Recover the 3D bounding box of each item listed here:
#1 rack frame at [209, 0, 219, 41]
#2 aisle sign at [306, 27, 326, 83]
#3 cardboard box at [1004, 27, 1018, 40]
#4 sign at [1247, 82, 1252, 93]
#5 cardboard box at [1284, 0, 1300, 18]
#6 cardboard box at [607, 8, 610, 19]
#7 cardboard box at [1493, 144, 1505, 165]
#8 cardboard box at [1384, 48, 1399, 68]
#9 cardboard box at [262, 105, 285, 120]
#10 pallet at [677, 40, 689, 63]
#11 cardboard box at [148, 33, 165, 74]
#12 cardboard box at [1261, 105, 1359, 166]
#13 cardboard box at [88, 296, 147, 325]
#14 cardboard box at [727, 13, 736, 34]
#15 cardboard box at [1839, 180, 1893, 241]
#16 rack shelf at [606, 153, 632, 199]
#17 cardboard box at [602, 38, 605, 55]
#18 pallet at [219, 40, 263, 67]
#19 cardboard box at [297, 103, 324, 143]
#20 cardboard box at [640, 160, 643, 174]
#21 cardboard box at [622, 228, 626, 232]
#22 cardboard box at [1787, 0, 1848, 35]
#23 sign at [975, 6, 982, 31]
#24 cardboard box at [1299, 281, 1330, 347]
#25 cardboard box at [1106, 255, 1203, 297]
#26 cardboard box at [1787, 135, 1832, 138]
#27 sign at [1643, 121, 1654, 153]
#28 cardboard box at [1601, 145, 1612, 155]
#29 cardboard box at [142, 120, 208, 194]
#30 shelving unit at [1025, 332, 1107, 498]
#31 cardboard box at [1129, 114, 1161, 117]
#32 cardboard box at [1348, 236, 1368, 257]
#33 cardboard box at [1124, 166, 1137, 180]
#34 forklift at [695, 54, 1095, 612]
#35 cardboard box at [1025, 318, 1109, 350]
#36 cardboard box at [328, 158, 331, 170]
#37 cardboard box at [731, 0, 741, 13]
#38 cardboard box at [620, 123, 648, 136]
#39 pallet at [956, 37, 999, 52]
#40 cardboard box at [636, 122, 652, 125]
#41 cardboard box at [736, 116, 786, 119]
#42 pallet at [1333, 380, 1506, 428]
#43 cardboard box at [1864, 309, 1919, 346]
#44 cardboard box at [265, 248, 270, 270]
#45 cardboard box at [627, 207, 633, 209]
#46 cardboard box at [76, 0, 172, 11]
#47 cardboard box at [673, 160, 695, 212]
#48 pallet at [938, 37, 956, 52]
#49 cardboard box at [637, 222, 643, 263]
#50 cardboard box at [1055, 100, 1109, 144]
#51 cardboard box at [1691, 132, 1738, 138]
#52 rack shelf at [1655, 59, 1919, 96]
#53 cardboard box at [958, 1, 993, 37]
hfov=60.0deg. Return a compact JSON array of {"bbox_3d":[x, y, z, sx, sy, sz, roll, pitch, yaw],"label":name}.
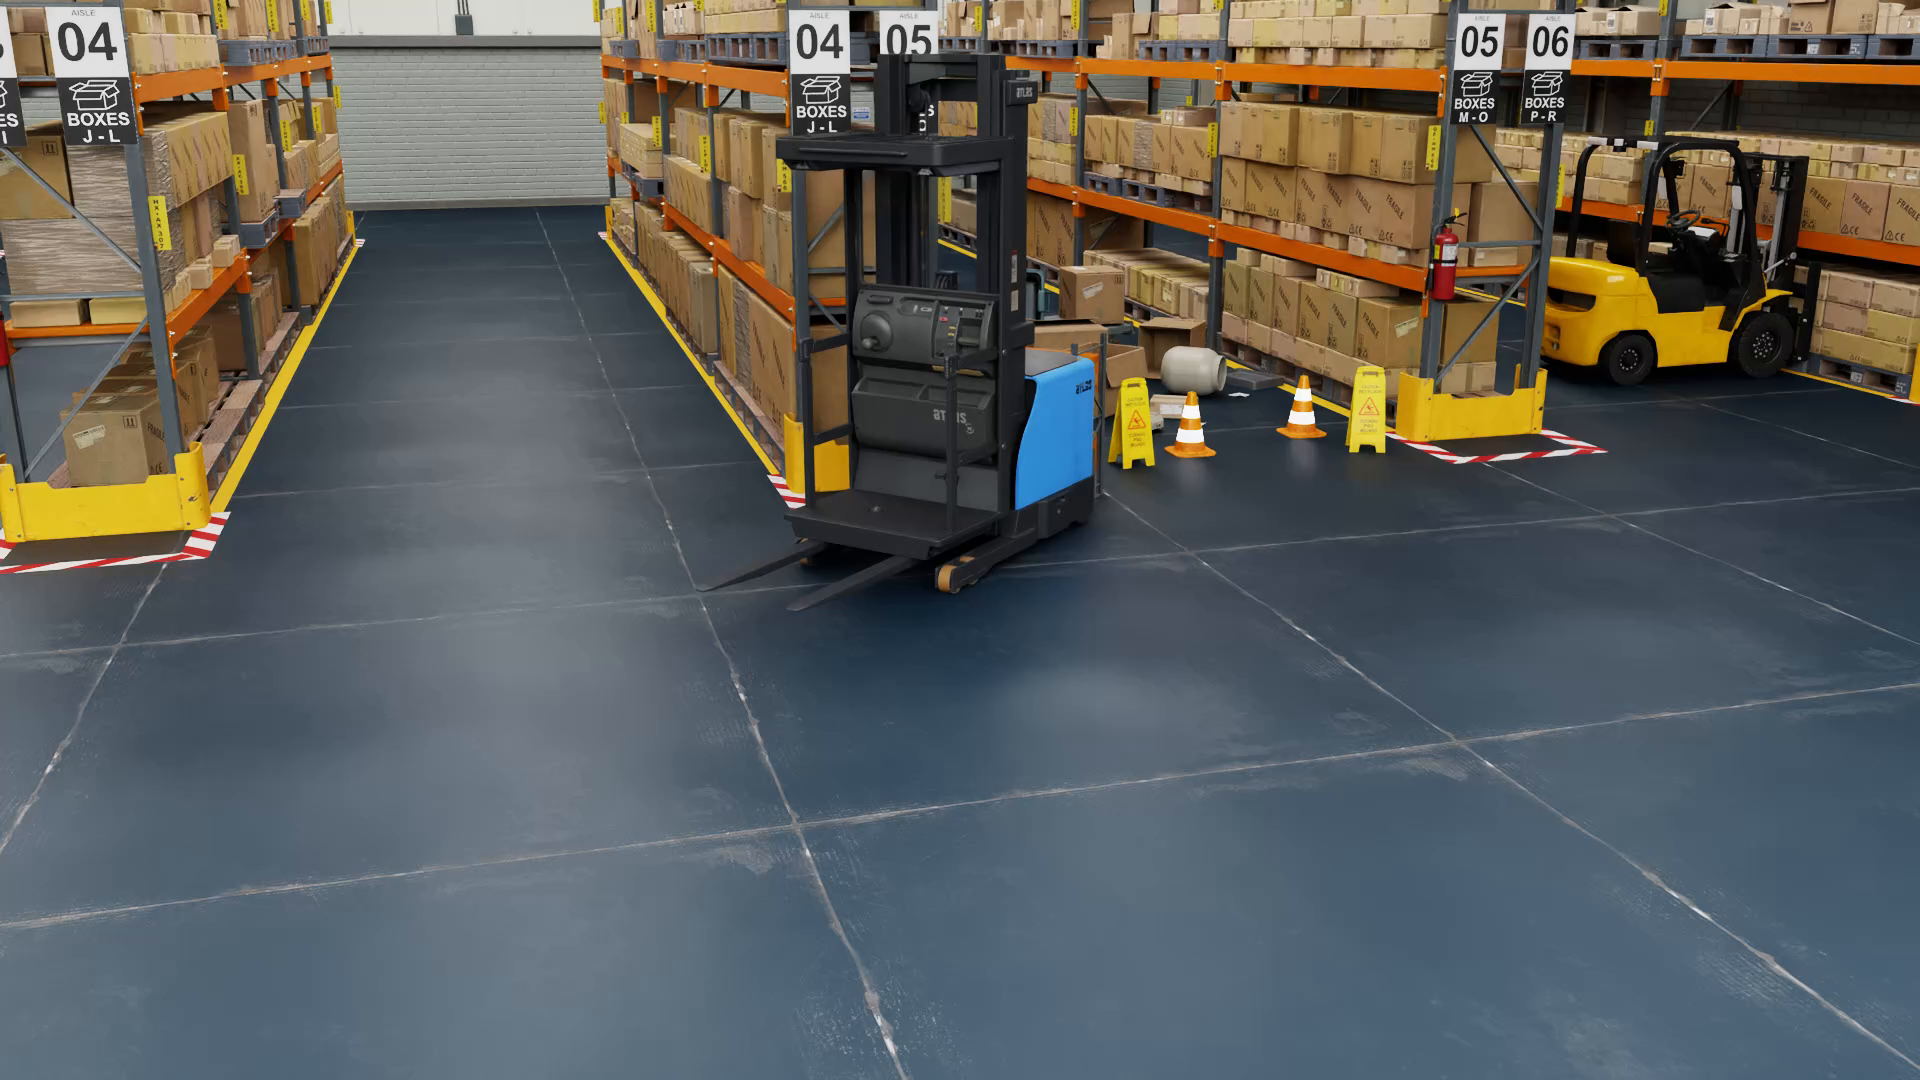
[{"bbox_3d":[-6.540,-5.469,13.016,1.000,3.000,0.127,-5,17,-15],"label":"rack frame"},{"bbox_3d":[-9.569,-7.203,24.700,0.394,0.787,0.004,-5,17,-15],"label":"aisle sign"},{"bbox_3d":[0.801,-6.740,22.138,0.380,0.166,0.250,-6,18,-19],"label":"cardboard box"},{"bbox_3d":[5.001,-7.836,28.763,0.100,0.325,0.005,-5,17,-15],"label":"sign"},{"bbox_3d":[3.088,-4.681,14.660,0.380,0.149,0.250,-5,18,-17],"label":"cardboard box"},{"bbox_3d":[-4.894,-7.603,24.034,0.380,0.149,0.250,-4,17,-14],"label":"cardboard box"},{"bbox_3d":[6.684,-4.766,20.496,0.500,0.250,0.500,-4,17,-14],"label":"cardboard box"},{"bbox_3d":[3.581,-3.808,13.137,0.380,0.149,0.250,-4,17,-14],"label":"cardboard box"},{"bbox_3d":[-8.001,-4.614,18.682,0.797,0.503,0.637,-4,17,-14],"label":"cardboard box"},{"bbox_3d":[-2.304,-4.929,16.762,1.003,0.211,1.213,-4,17,-13],"label":"pallet"},{"bbox_3d":[-5.472,-3.150,10.770,0.500,0.250,0.500,-5,17,-16],"label":"cardboard box"},{"bbox_3d":[3.132,-3.625,14.878,0.700,0.500,0.500,-5,17,-16],"label":"cardboard box"},{"bbox_3d":[-5.290,-1.466,10.557,0.380,0.149,0.250,-5,17,-15],"label":"cardboard box"},{"bbox_3d":[-1.618,-4.045,13.024,0.380,0.149,0.250,-5,17,-15],"label":"cardboard box"},{"bbox_3d":[8.338,-2.974,14.963,0.500,0.500,0.500,-4,17,-14],"label":"cardboard box"},{"bbox_3d":[-4.491,-5.381,24.403,1.077,0.370,4.000,-5,17,-15],"label":"rack shelf"},{"bbox_3d":[-5.163,-7.499,25.251,0.500,0.250,0.500,-4,17,-13],"label":"cardboard box"},{"bbox_3d":[-6.607,-4.121,14.071,1.213,0.211,1.003,-5,17,-15],"label":"pallet"},{"bbox_3d":[-8.752,-5.528,22.080,0.500,0.500,0.500,-5,17,-15],"label":"cardboard box"},{"bbox_3d":[-3.557,-4.387,19.549,0.380,0.149,0.250,-4,17,-14],"label":"cardboard box"},{"bbox_3d":[-4.767,-4.518,24.503,0.380,0.149,0.250,-5,17,-15],"label":"cardboard box"},{"bbox_3d":[8.194,-4.960,15.454,0.797,0.503,0.637,-4,17,-13],"label":"cardboard box"},{"bbox_3d":[0.257,-7.270,23.189,0.100,0.325,0.005,-5,17,-15],"label":"sign"},{"bbox_3d":[3.338,-2.001,14.646,0.500,0.500,0.500,-5,17,-17],"label":"cardboard box"},{"bbox_3d":[2.246,-3.067,19.288,0.950,0.372,0.625,-5,17,-16],"label":"cardboard box"},{"bbox_3d":[8.434,-3.927,16.492,0.380,0.149,0.250,-5,17,-16],"label":"cardboard box"},{"bbox_3d":[7.241,-4.243,17.490,0.100,0.325,0.005,-5,17,-15],"label":"sign"},{"bbox_3d":[7.348,-4.350,18.417,0.380,0.149,0.250,-5,17,-15],"label":"cardboard box"},{"bbox_3d":[-5.742,-2.747,11.954,0.500,0.500,0.500,-5,17,-15],"label":"cardboard box"},{"bbox_3d":[0.410,-0.865,11.378,1.048,1.125,0.538,9,19,28],"label":"shelving unit"},{"bbox_3d":[2.282,-4.773,19.707,0.500,0.500,0.500,-5,17,-17],"label":"cardboard box"},{"bbox_3d":[3.453,-2.442,13.803,0.380,0.149,0.250,-4,17,-14],"label":"cardboard box"},{"bbox_3d":[2.073,-4.163,18.804,0.380,0.149,0.250,-4,17,-12],"label":"cardboard box"},{"bbox_3d":[-0.329,-1.250,9.519,1.130,2.935,3.031,10,19,30],"label":"forklift"},{"bbox_3d":[0.906,-1.686,14.953,0.797,0.637,0.503,-5,17,-15],"label":"cardboard box"},{"bbox_3d":[-8.856,-5.155,22.835,0.380,0.149,0.250,-4,17,-15],"label":"cardboard box"},{"bbox_3d":[-1.459,-4.140,12.645,0.500,0.250,0.500,-5,17,-15],"label":"cardboard box"},{"bbox_3d":[-4.276,-5.393,21.864,0.380,0.149,0.250,-4,17,-12],"label":"cardboard box"},{"bbox_3d":[0.575,-7.213,24.191,1.003,0.211,1.213,-5,17,-15],"label":"pallet"},{"bbox_3d":[-4.346,-5.474,22.772,0.500,0.500,0.500,-5,17,-15],"label":"cardboard box"},{"bbox_3d":[-1.412,-3.301,14.089,0.875,0.550,0.550,-5,17,-15],"label":"cardboard box"},{"bbox_3d":[3.878,-1.186,14.032,1.003,0.211,1.213,-5,17,-15],"label":"pallet"},{"bbox_3d":[8.425,-1.900,14.743,0.500,0.250,0.500,-5,17,-16],"label":"cardboard box"},{"bbox_3d":[-7.426,-2.892,17.141,0.500,0.250,0.500,-4,17,-13],"label":"cardboard box"},{"bbox_3d":[-4.682,-4.803,24.421,0.380,0.149,0.250,-5,17,-15],"label":"cardboard box"},{"bbox_3d":[-5.589,-3.787,11.073,0.500,0.500,0.500,-5,17,-15],"label":"cardboard box"},{"bbox_3d":[-2.698,-3.689,17.344,0.500,0.500,0.500,-5,17,-15],"label":"cardboard box"},{"bbox_3d":[0.244,-7.550,25.312,1.003,0.211,1.213,-5,17,-15],"label":"pallet"},{"bbox_3d":[-3.993,-3.951,22.007,0.500,0.500,0.500,-4,17,-13],"label":"cardboard box"},{"bbox_3d":[1.496,-5.135,20.419,0.500,0.500,0.500,-5,17,-17],"label":"cardboard box"},{"bbox_3d":[7.738,-4.098,17.062,0.380,0.149,0.250,-4,17,-14],"label":"cardboard box"},{"bbox_3d":[8.310,-4.311,15.627,1.077,0.370,4.000,-5,17,-15],"label":"rack shelf"},{"bbox_3d":[0.389,-7.697,24.566,0.797,0.503,0.637,-3,17,-11],"label":"cardboard box"}]
